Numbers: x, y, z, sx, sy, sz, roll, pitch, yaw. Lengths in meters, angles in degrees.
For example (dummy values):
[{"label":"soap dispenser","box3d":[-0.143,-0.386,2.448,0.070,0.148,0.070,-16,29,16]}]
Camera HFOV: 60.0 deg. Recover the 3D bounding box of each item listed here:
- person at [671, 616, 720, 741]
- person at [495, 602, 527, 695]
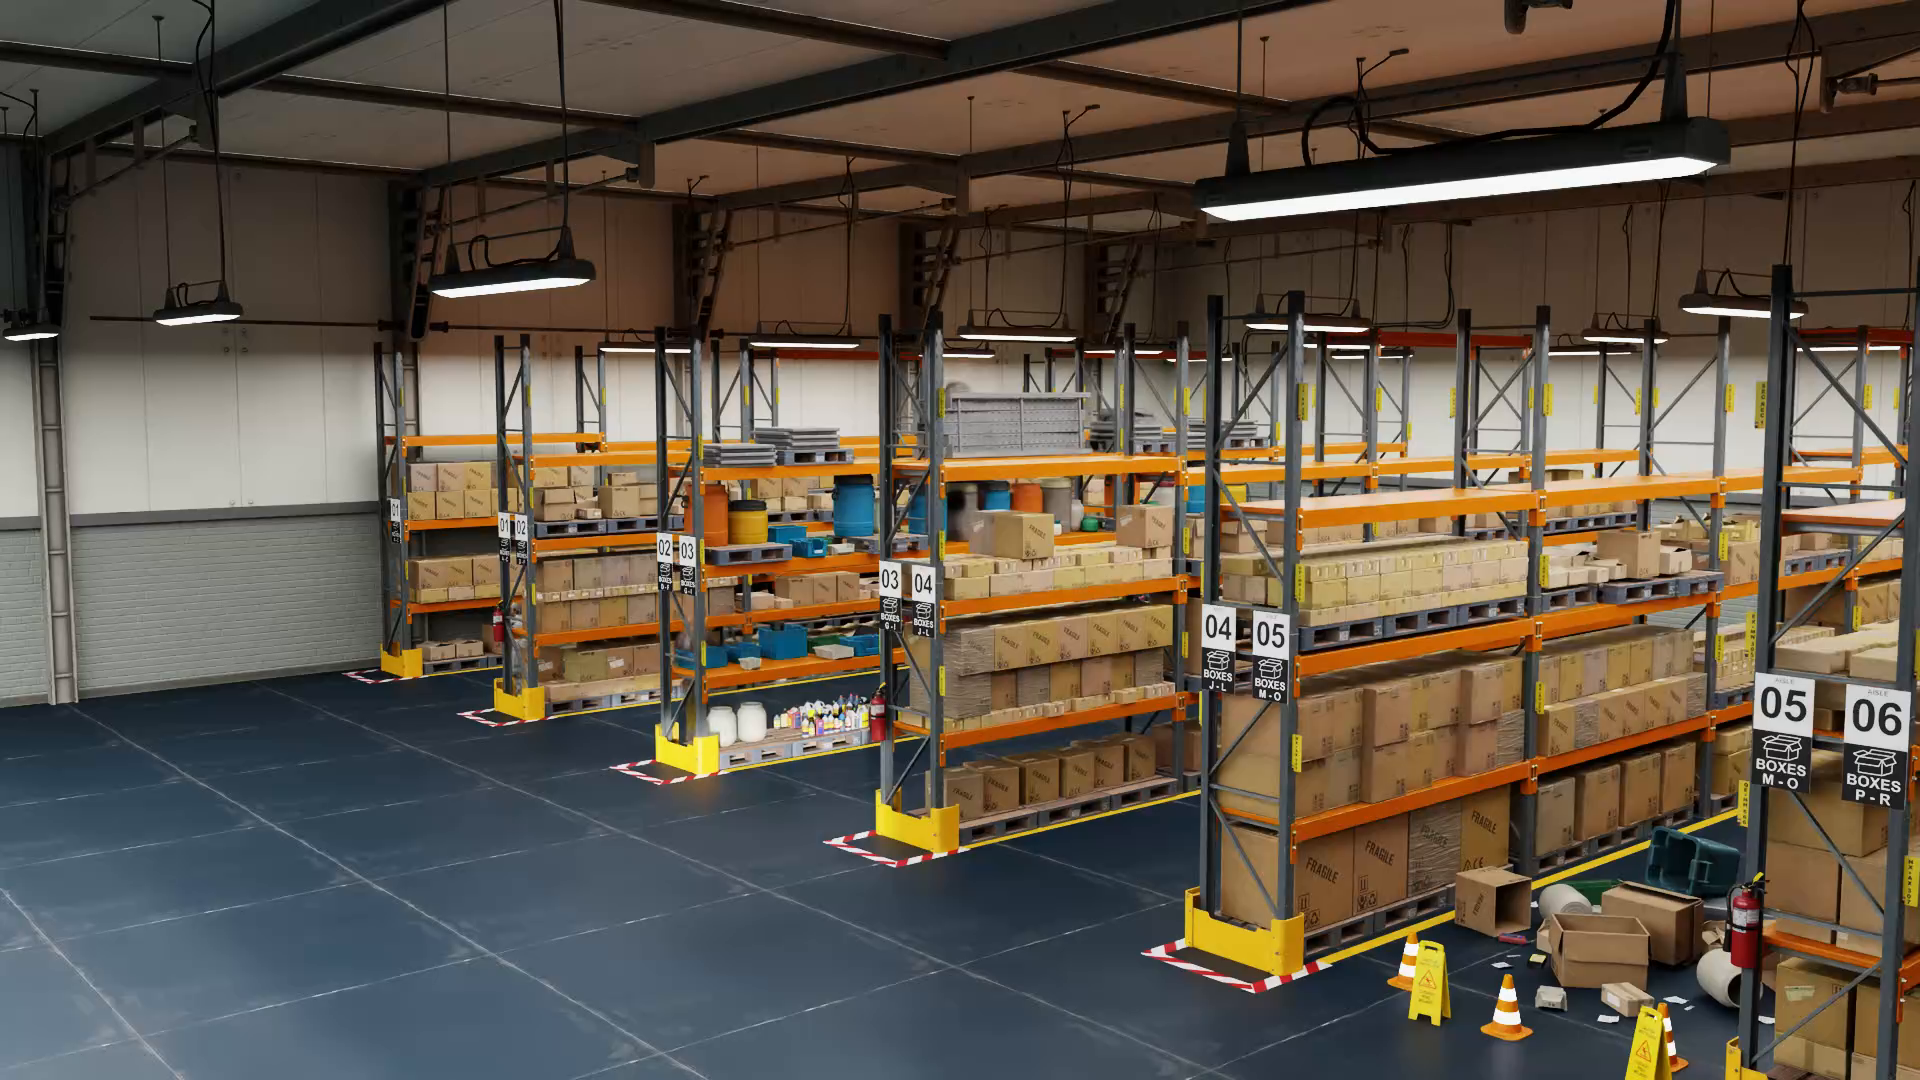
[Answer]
[{"label":"person","box3d":[-3.969,2.039,24.707,0.640,1.835,0.907,4,6,34]},{"label":"person","box3d":[-7.482,1.830,27.876,0.633,1.600,0.564,5,7,44]}]
